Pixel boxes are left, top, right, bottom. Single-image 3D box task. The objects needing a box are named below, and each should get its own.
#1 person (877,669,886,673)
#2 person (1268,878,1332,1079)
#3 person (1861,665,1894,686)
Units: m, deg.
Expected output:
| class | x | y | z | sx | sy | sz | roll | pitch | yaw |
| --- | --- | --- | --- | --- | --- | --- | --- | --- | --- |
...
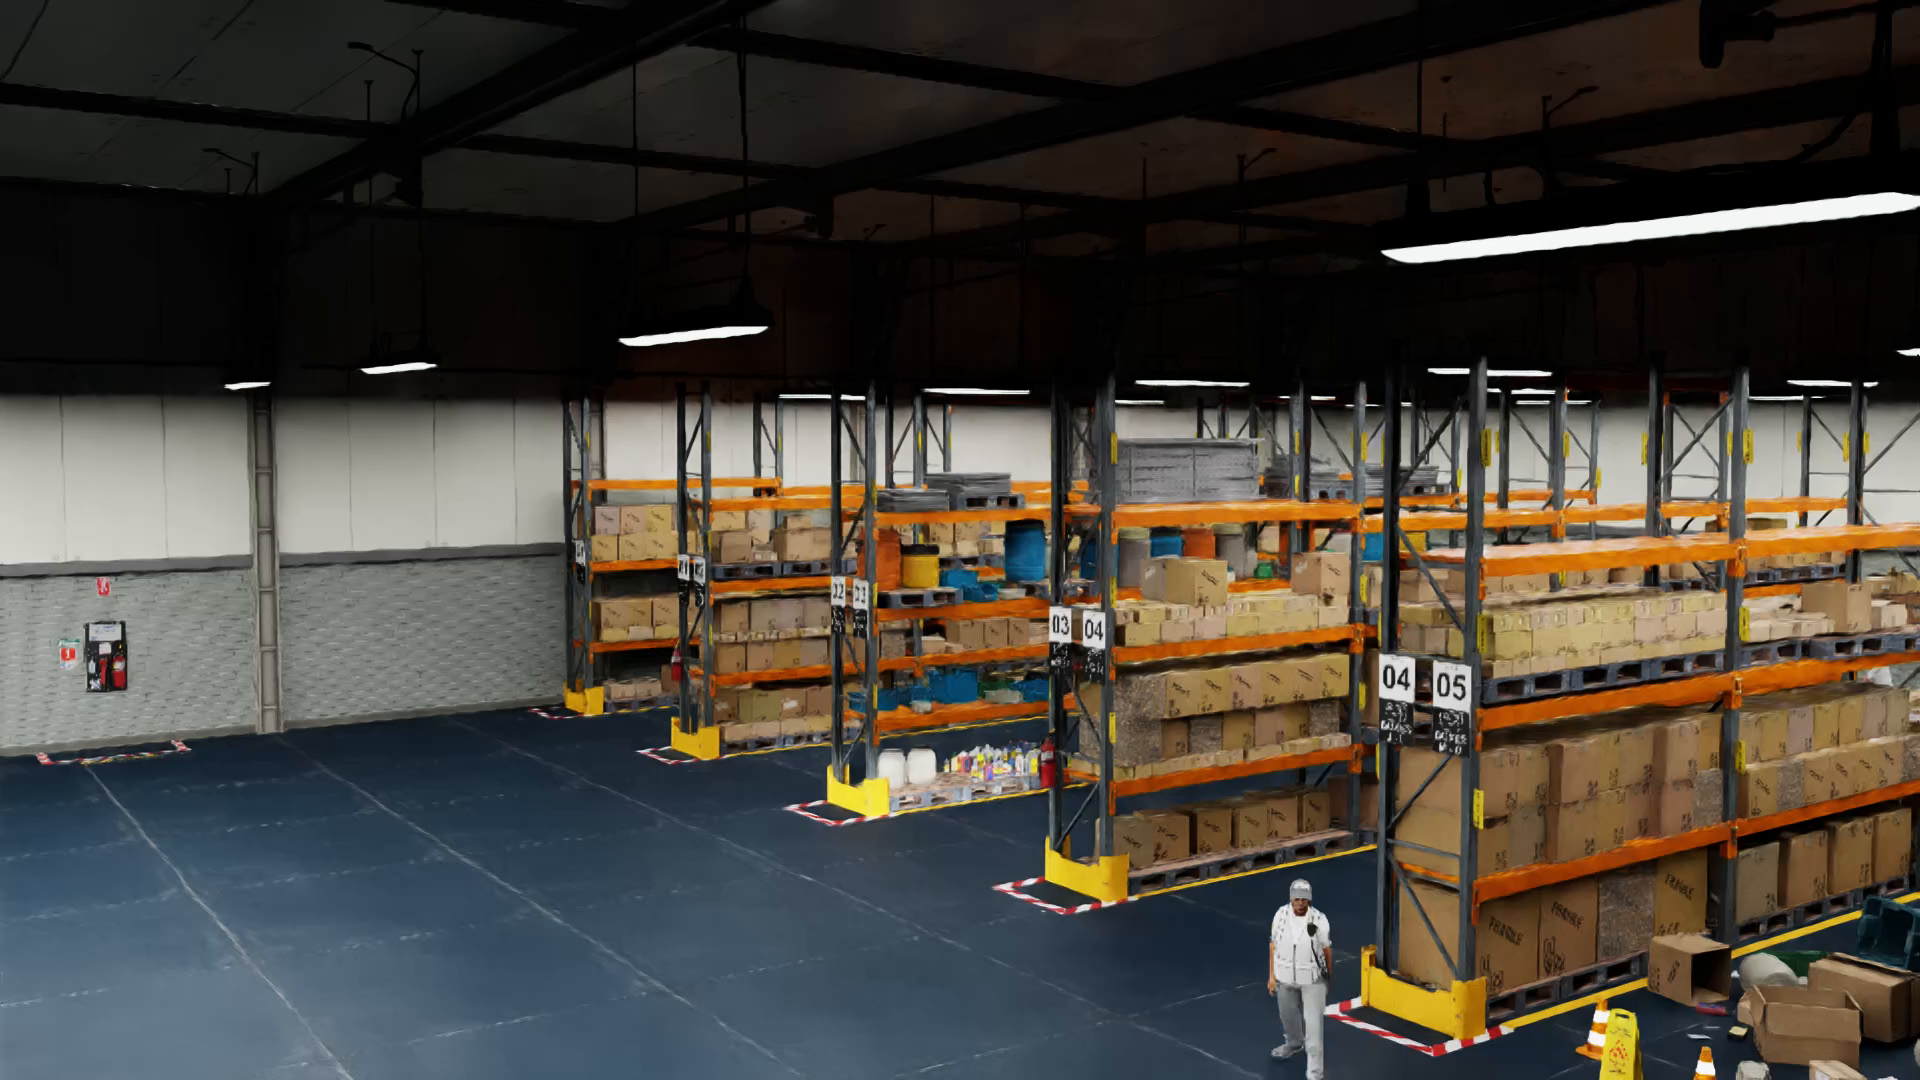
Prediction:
| class | x | y | z | sx | sy | sz | roll | pitch | yaw |
| --- | --- | --- | --- | --- | --- | --- | --- | --- | --- |
| person | -1.508 | 2.338 | 30.725 | 0.574 | 1.726 | 0.663 | -3 | 5 | -36 |
| person | 2.709 | 3.493 | 13.295 | 0.588 | 1.626 | 0.917 | 2 | 4 | 28 |
| person | 15.956 | 2.436 | 28.777 | 0.767 | 1.771 | 0.605 | 2 | 4 | 27 |
